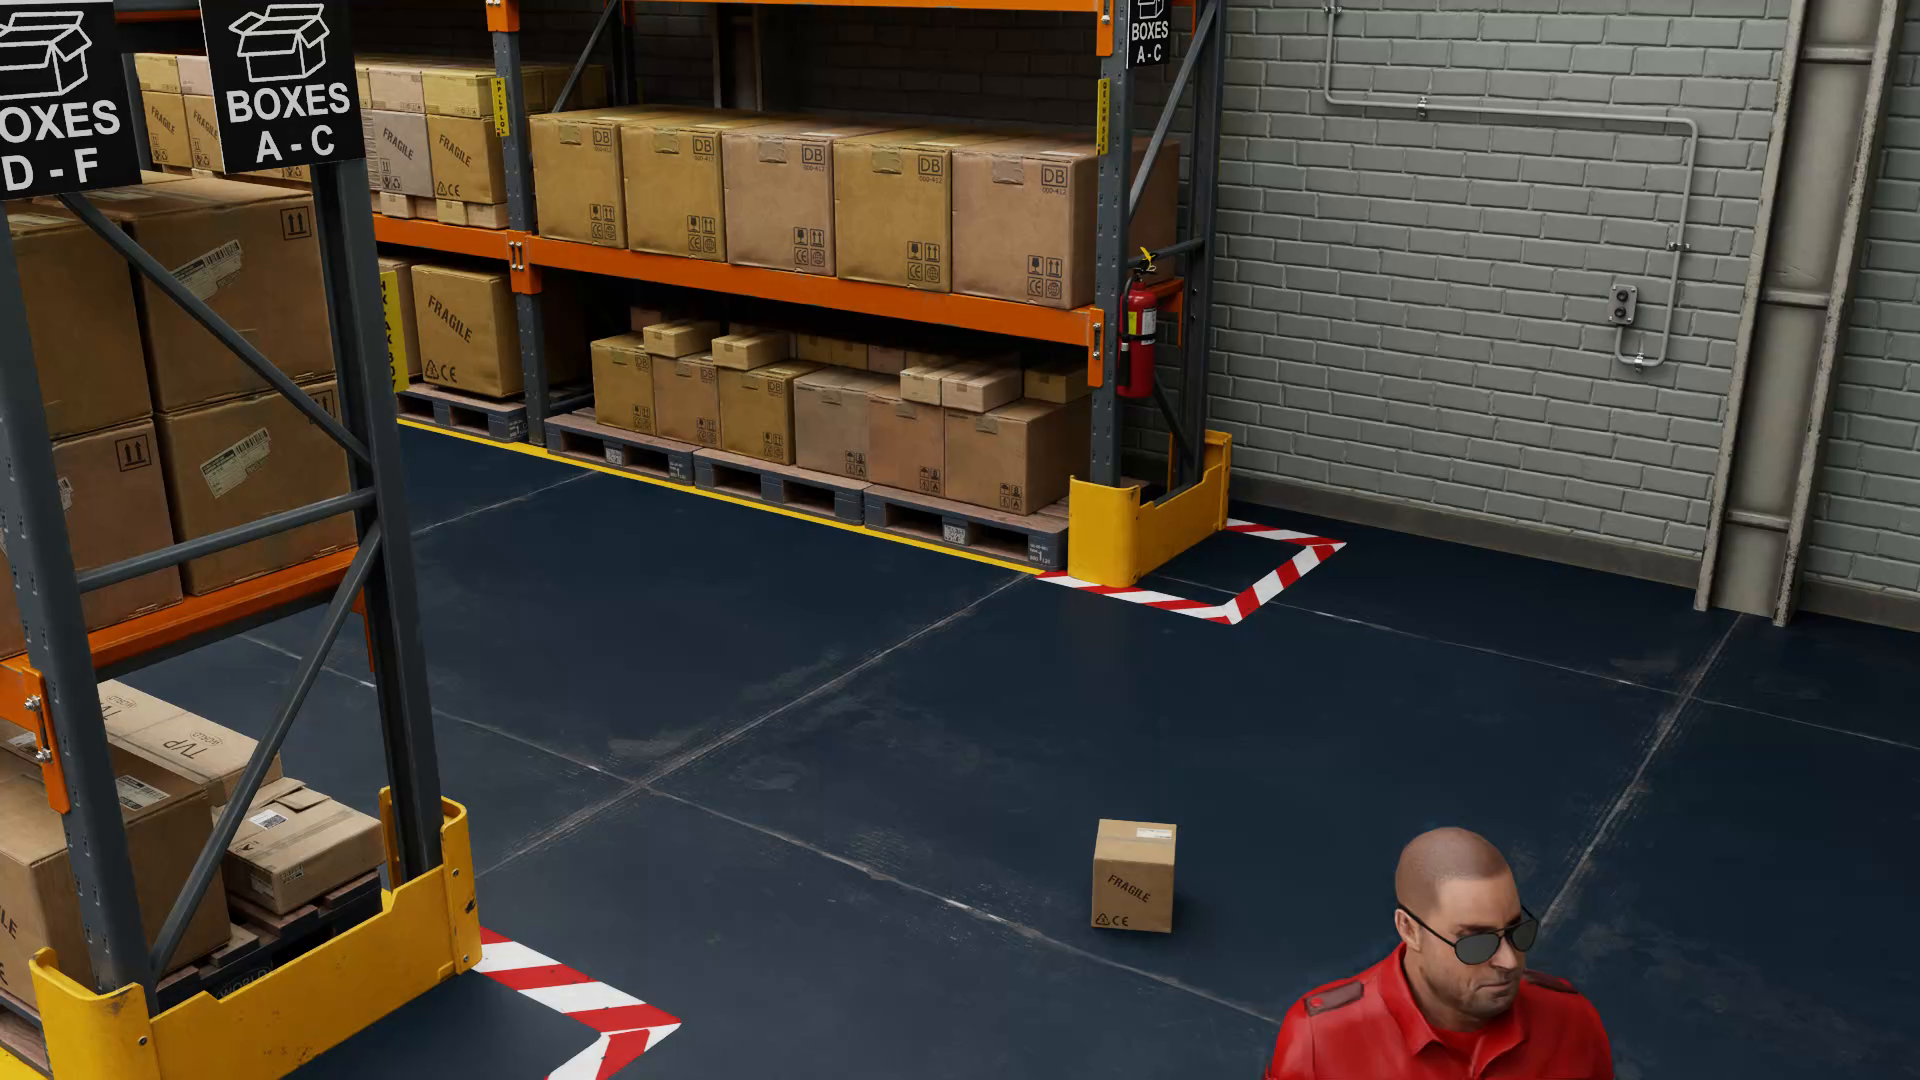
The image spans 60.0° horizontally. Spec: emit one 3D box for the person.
[{"bbox_3d":[0.730,1.298,2.550,0.577,1.806,0.583,-3,20,-9],"label":"person"}]
